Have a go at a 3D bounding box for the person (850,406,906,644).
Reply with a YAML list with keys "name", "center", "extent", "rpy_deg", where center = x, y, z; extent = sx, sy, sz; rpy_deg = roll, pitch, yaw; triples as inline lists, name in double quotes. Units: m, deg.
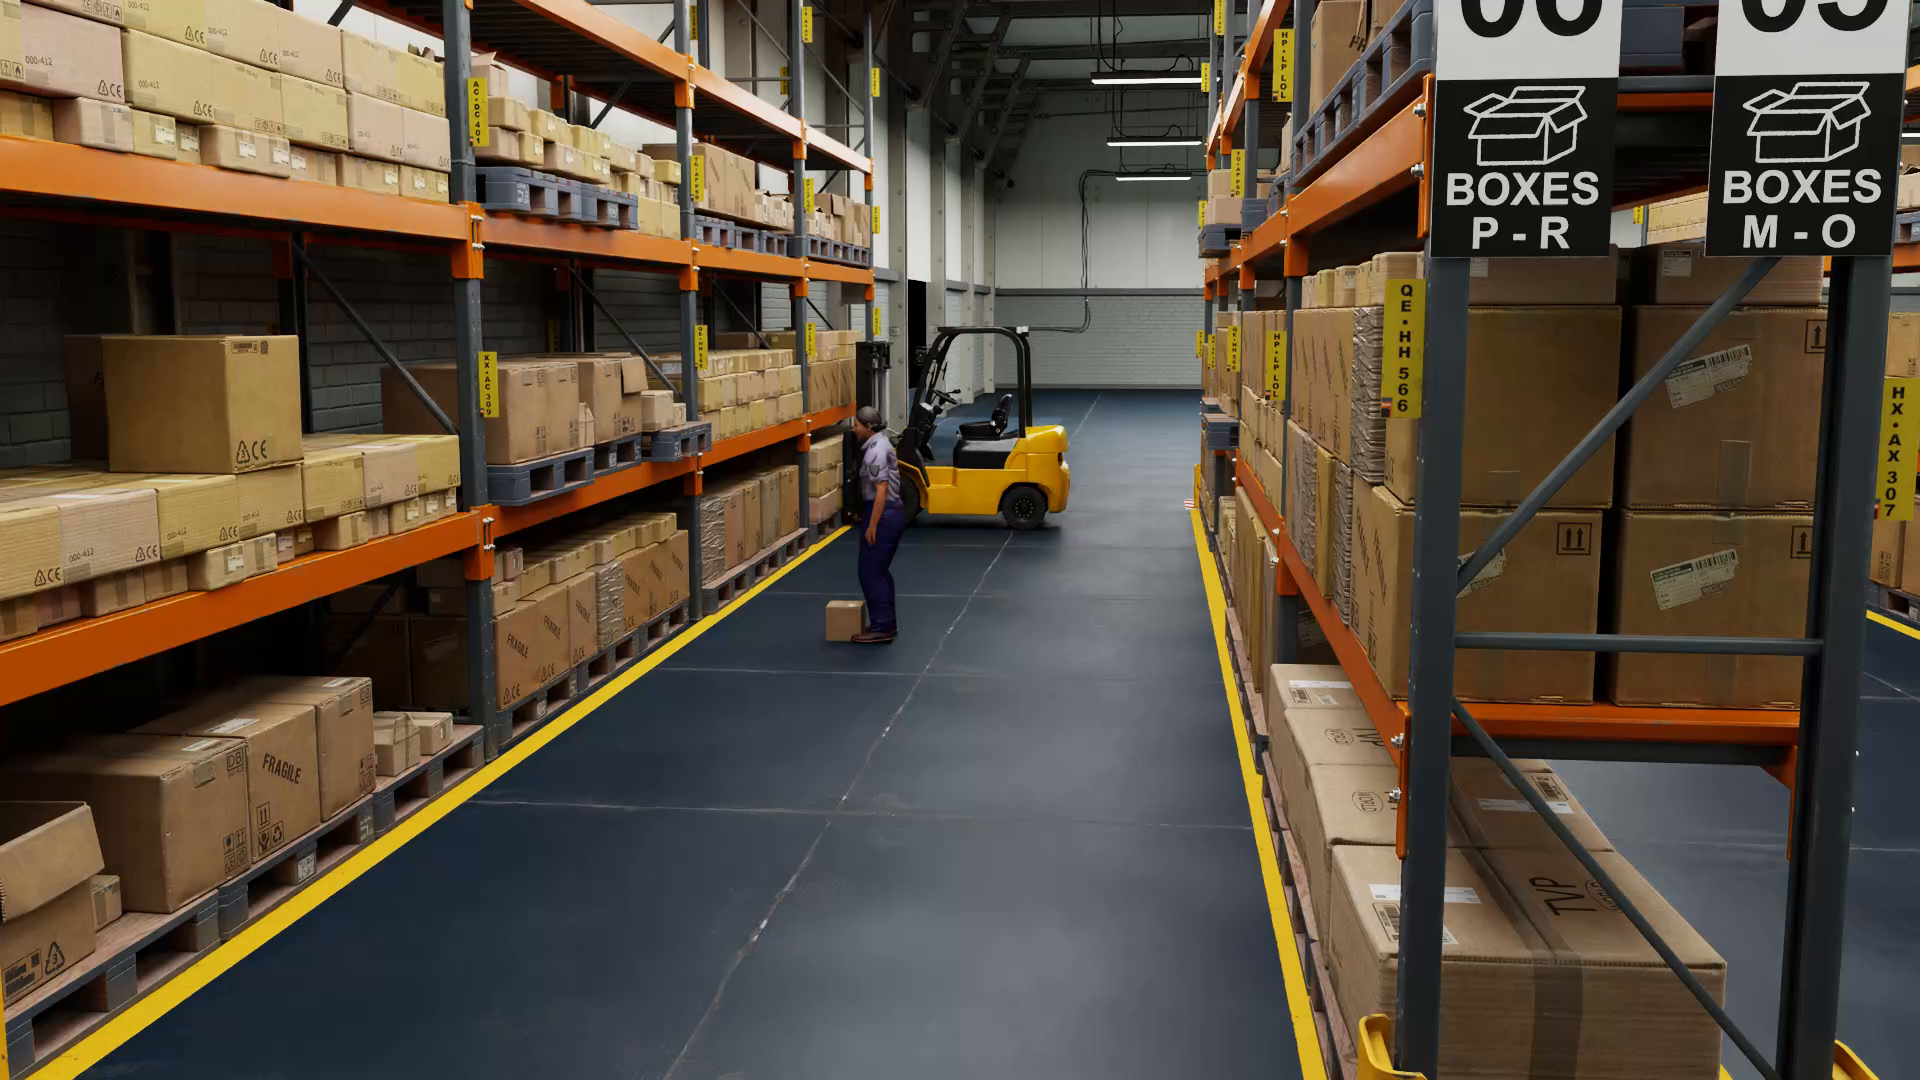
- name: "person"
  center: [-0.573, -0.117, 11.694]
  extent: [0.372, 1.650, 0.546]
  rpy_deg: [1, 8, 4]
